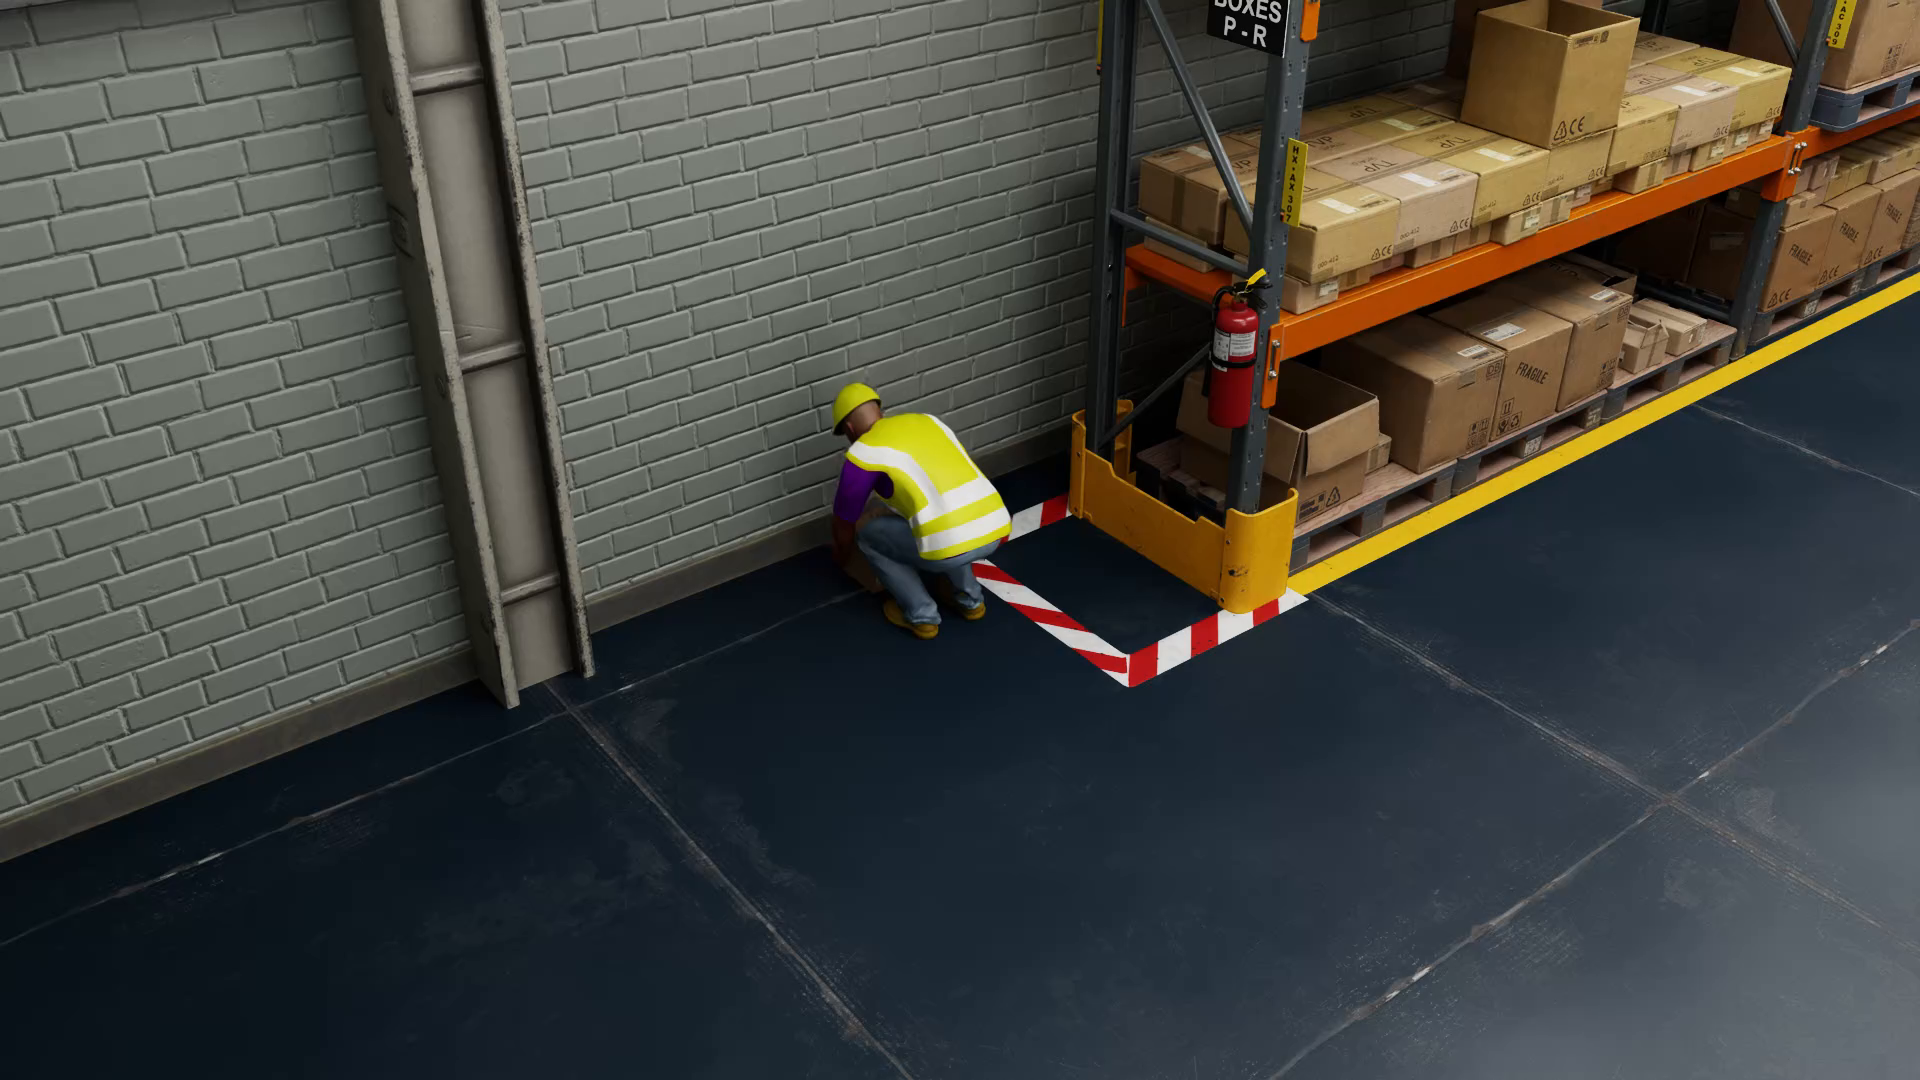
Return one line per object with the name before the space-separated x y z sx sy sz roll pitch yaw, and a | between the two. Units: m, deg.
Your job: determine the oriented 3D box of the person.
person | -0.240 -0.205 7.111 0.487 1.053 0.981 -24 39 -33
